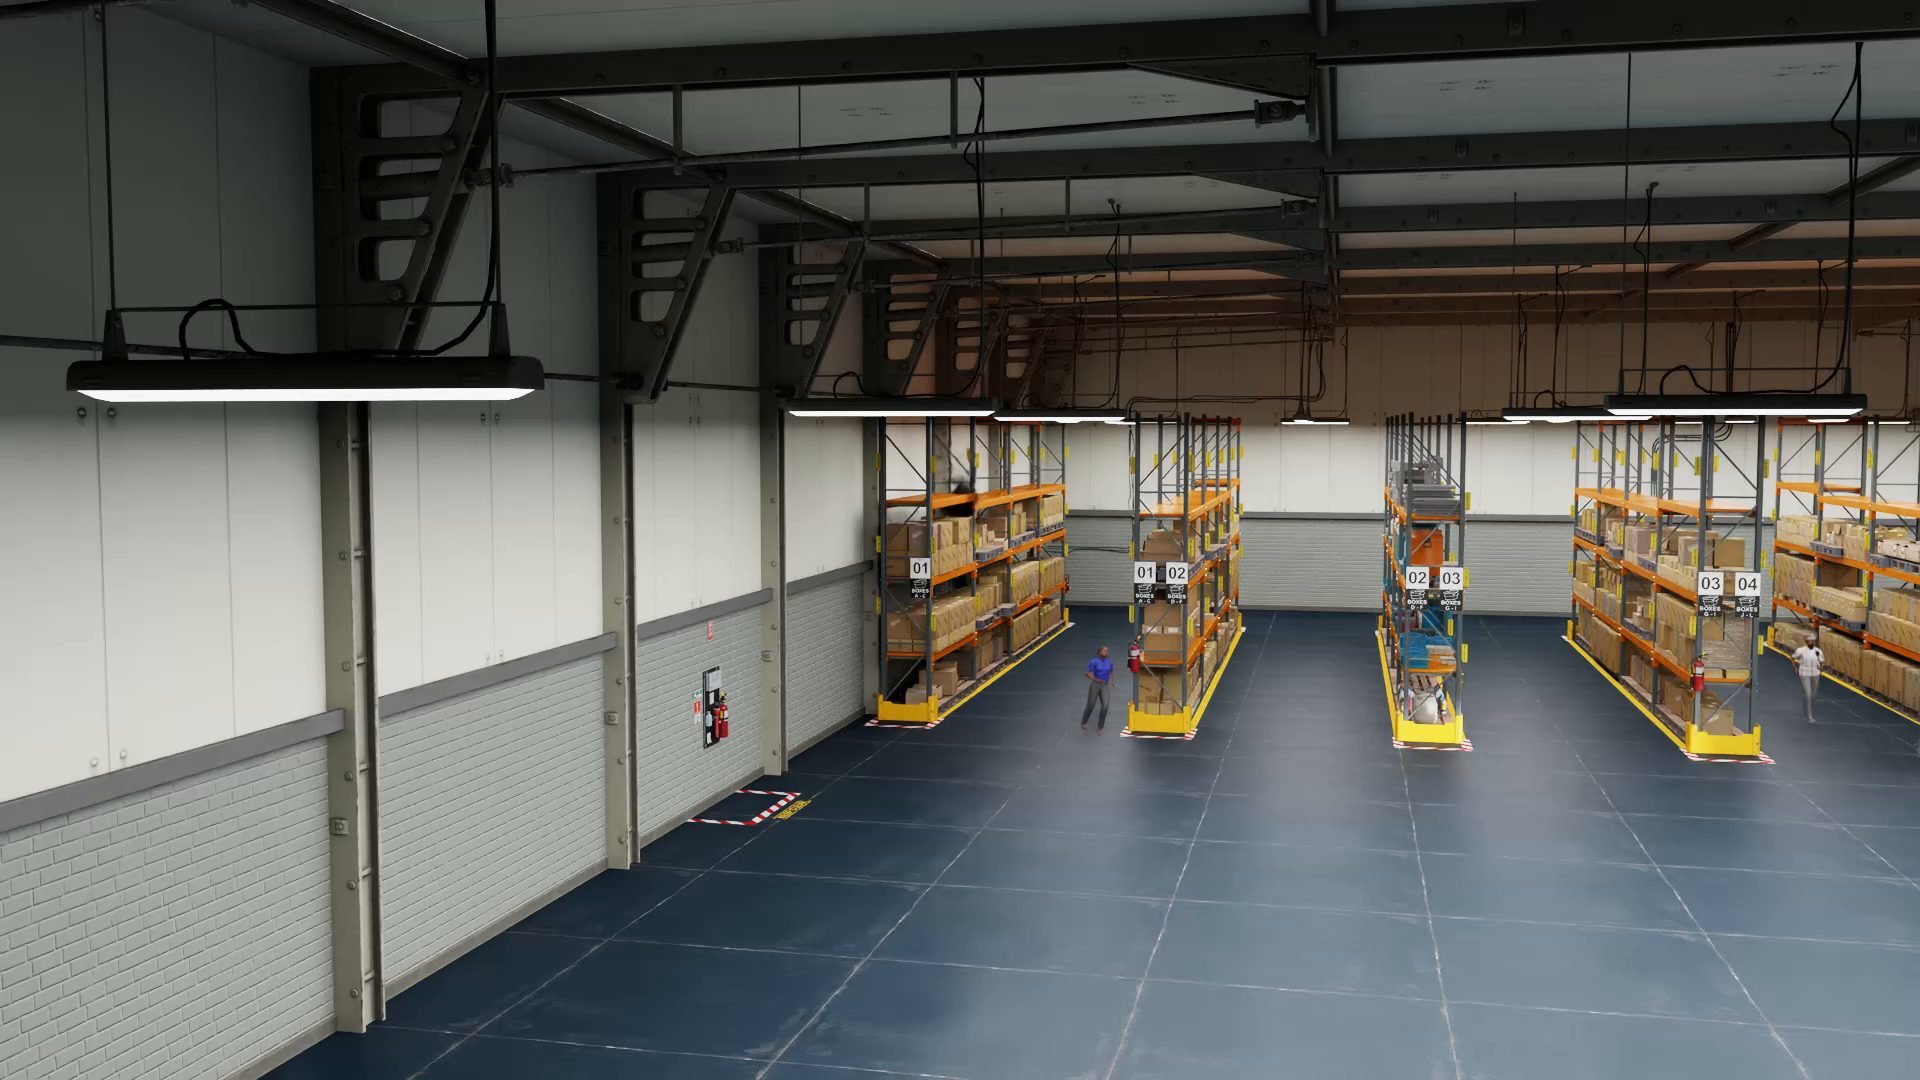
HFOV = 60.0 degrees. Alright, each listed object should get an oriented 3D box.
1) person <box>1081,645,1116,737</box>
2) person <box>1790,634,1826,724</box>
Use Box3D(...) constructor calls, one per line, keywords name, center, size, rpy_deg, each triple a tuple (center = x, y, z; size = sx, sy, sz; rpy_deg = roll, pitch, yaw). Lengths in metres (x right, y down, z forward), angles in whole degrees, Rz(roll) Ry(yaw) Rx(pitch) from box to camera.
Box3D(name="person", center=(2.633, 2.805, 31.115), size=(0.640, 1.691, 0.704), rpy_deg=(-1, 4, -18))
Box3D(name="person", center=(16.600, 2.674, 32.545), size=(0.582, 1.718, 0.823), rpy_deg=(0, 4, 6))
